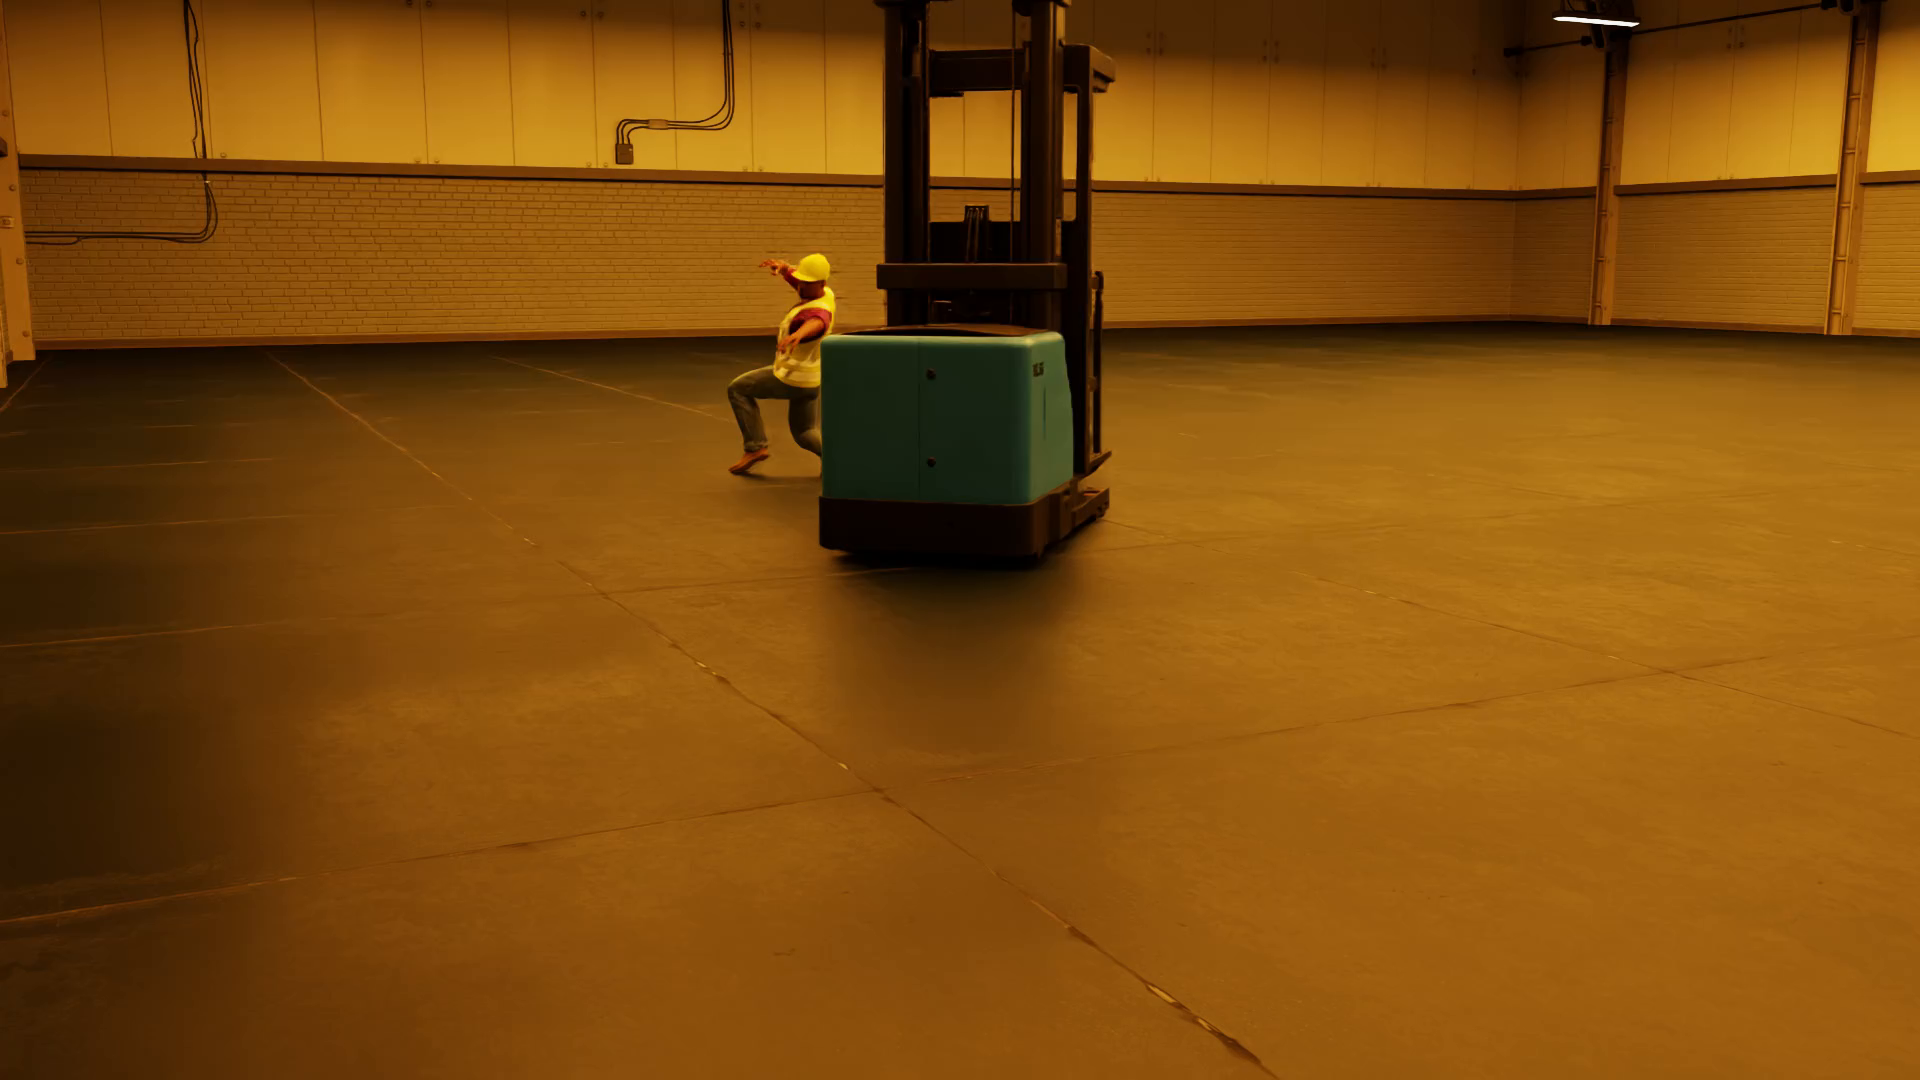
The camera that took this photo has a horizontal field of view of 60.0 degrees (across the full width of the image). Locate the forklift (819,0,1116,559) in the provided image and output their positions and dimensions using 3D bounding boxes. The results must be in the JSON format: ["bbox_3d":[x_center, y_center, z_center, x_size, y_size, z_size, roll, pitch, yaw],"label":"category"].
[{"bbox_3d":[0.217,-1.556,8.979,1.130,2.935,3.031,3,10,15],"label":"forklift"}]

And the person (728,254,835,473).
[{"bbox_3d":[-1.232,-1.111,10.793,0.921,1.475,1.050,4,10,23],"label":"person"}]
